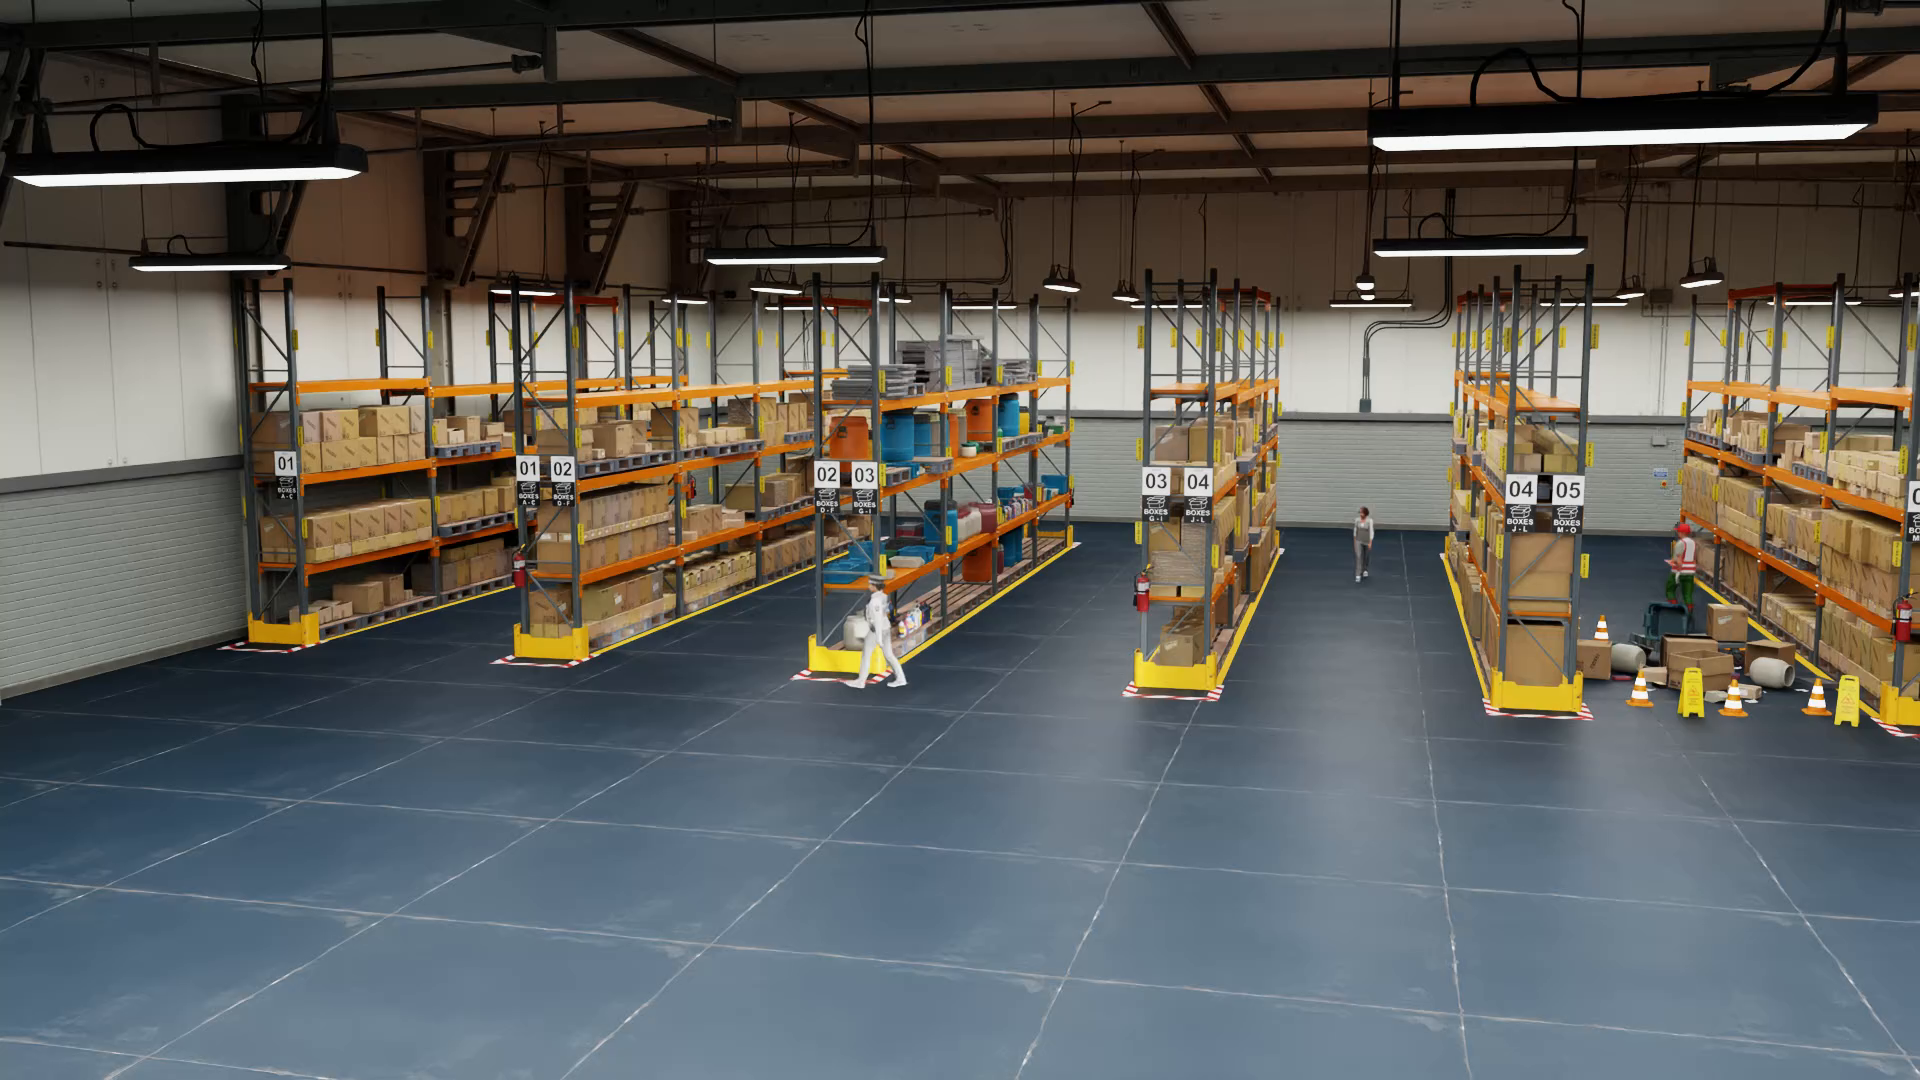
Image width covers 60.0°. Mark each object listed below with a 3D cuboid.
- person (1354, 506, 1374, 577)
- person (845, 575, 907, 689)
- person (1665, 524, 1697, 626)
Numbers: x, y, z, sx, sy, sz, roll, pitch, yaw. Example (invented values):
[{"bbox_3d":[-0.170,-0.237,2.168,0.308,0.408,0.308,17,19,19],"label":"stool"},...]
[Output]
[{"bbox_3d":[8.435,0.017,34.768,0.409,1.467,0.867,2,7,13],"label":"person"},{"bbox_3d":[-1.197,1.321,23.996,0.840,1.642,0.486,3,7,20],"label":"person"},{"bbox_3d":[12.740,0.608,29.279,0.461,1.776,0.572,0,7,-2],"label":"person"}]
